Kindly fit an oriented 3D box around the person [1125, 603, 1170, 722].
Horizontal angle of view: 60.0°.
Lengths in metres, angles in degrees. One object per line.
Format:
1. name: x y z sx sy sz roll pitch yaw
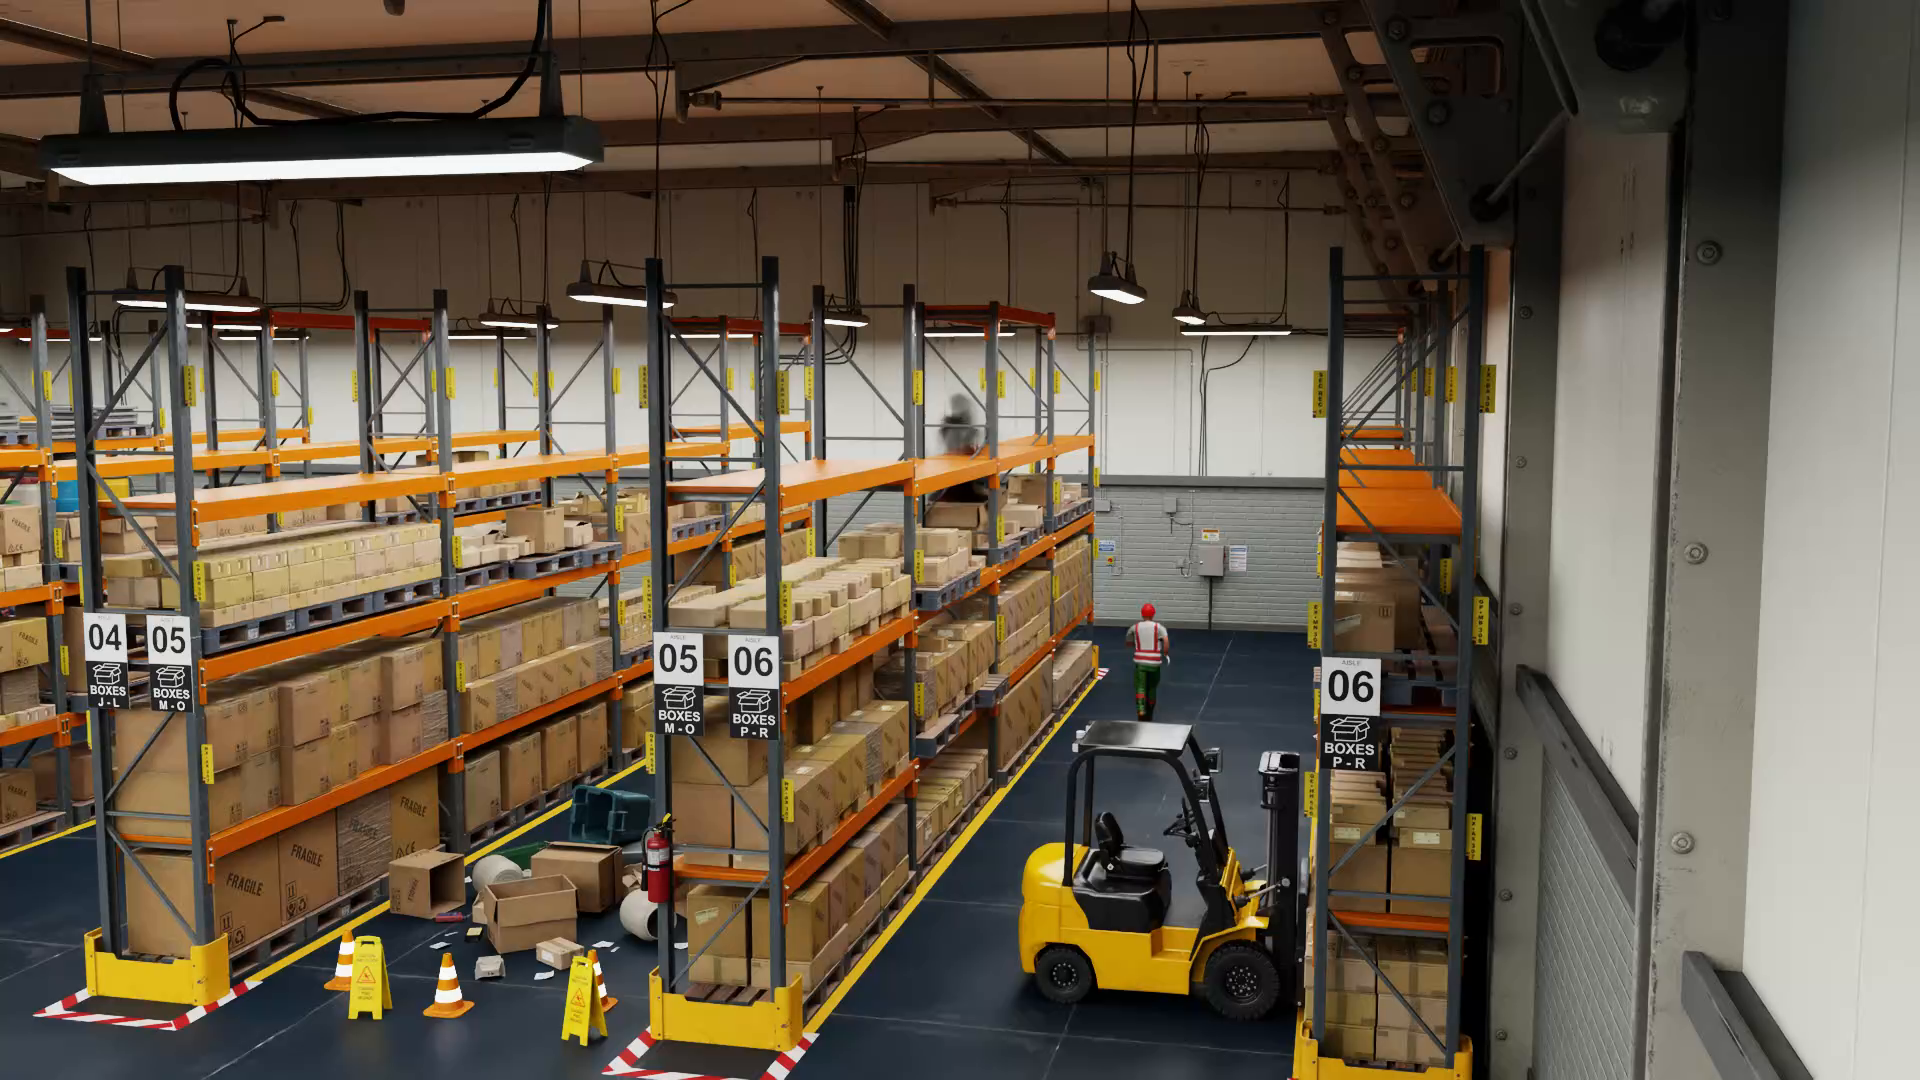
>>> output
1. person: 2.718 1.803 24.161 0.661 1.769 0.993 1 6 8
